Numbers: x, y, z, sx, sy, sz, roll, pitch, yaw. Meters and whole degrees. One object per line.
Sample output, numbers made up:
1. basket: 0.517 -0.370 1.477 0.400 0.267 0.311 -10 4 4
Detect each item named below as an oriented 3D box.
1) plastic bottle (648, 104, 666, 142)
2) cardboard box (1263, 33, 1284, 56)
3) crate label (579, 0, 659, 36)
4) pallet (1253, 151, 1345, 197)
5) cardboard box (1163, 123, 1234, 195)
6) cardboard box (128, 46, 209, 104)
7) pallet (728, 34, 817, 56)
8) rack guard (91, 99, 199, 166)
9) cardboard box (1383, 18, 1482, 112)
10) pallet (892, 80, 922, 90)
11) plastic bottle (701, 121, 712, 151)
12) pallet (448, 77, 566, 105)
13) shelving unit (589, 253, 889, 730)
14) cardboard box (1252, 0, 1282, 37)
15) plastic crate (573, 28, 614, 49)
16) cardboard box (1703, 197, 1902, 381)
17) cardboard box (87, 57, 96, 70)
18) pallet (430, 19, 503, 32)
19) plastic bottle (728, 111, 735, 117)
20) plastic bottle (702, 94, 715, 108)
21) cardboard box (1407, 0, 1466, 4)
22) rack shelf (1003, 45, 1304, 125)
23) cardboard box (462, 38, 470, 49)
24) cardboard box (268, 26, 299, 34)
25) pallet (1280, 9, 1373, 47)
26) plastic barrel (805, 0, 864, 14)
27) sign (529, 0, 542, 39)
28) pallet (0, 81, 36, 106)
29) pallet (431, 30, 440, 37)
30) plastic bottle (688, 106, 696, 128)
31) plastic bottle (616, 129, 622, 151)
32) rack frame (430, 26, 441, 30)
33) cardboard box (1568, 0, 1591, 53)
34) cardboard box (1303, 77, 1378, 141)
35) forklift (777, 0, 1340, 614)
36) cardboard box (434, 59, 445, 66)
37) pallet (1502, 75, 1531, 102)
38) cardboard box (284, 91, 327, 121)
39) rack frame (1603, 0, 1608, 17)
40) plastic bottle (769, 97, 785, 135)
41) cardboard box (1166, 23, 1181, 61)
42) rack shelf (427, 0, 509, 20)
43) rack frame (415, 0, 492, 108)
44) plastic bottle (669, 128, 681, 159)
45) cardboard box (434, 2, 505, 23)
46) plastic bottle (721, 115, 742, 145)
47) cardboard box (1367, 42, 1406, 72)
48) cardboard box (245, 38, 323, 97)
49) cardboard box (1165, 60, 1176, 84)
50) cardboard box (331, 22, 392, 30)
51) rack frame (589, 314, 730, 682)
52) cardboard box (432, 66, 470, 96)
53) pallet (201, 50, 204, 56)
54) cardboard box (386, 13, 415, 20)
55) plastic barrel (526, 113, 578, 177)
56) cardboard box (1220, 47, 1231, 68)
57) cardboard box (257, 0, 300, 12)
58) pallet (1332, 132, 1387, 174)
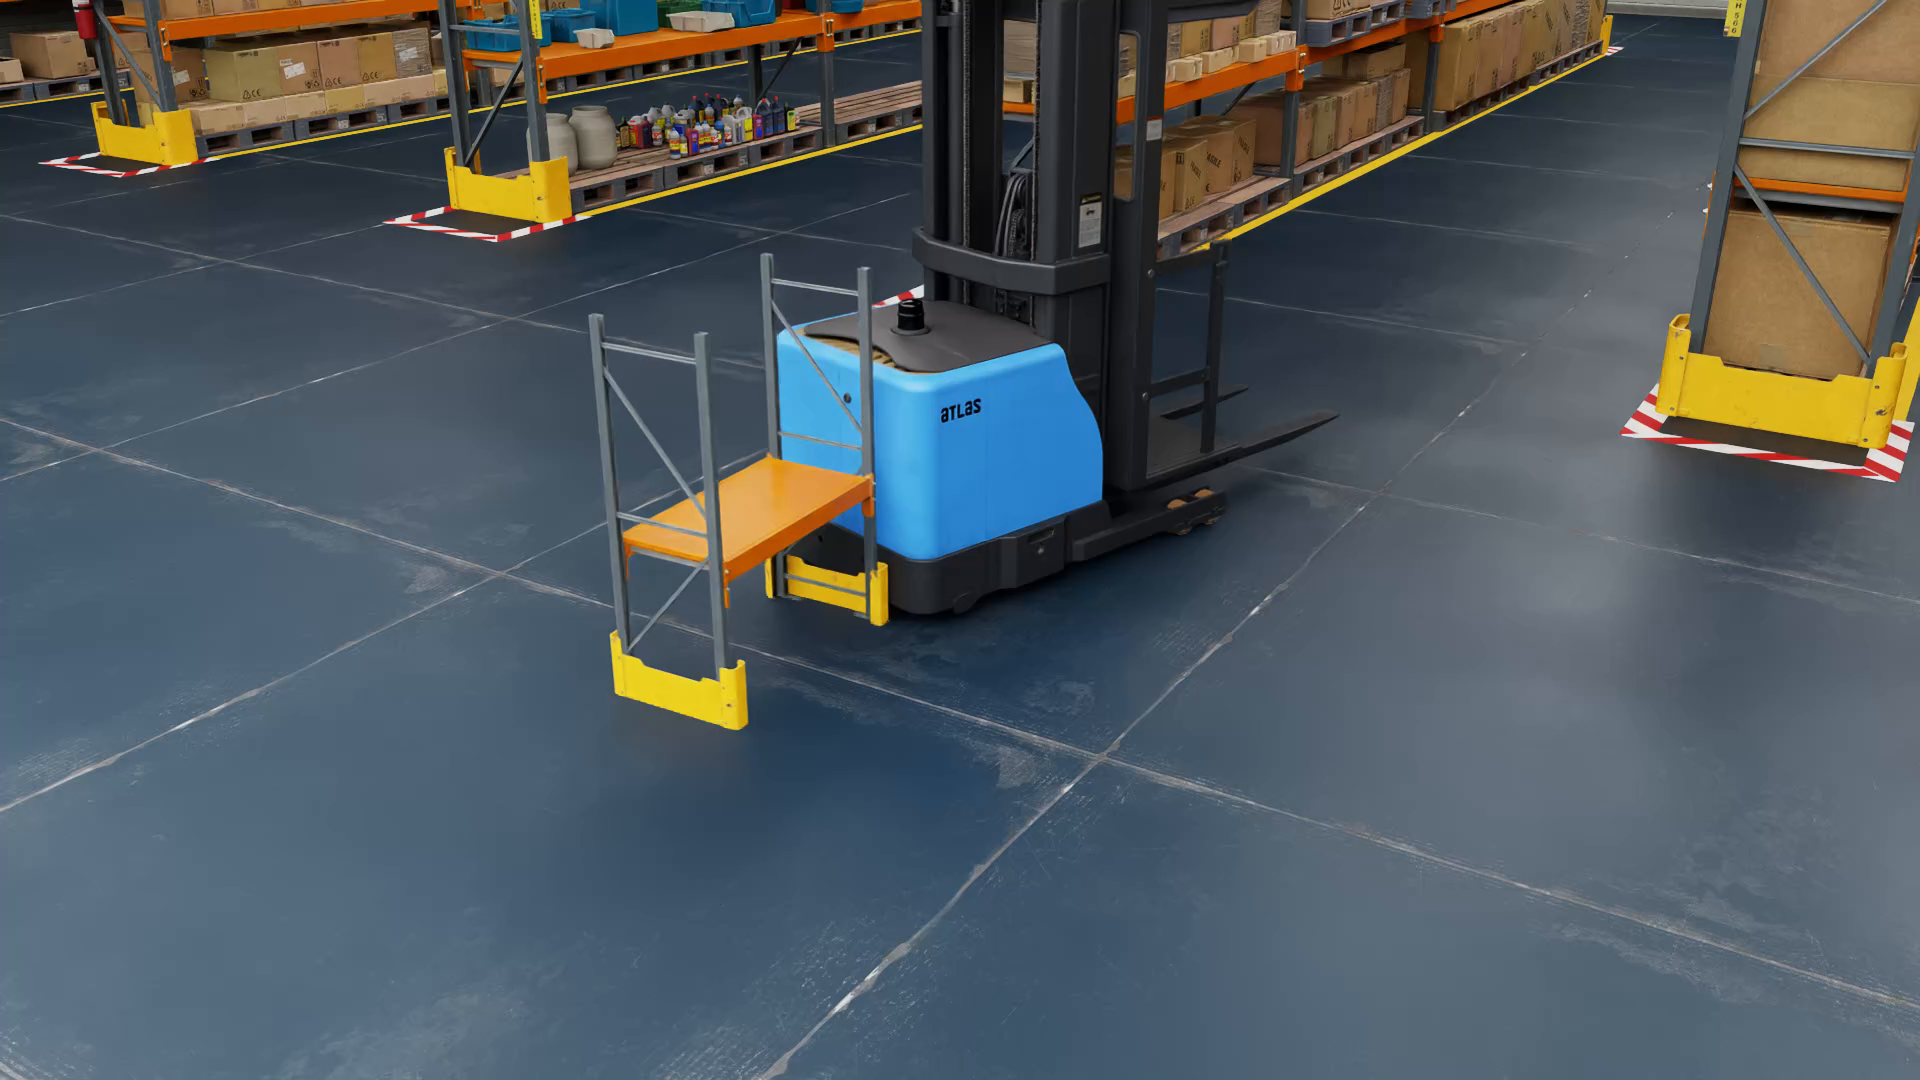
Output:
1. plastic bottle: -2.936 -4.033 16.072 0.144 0.351 0.185 15 28 31
2. cardboard box: 2.469 -4.133 13.837 0.380 0.149 0.250 14 27 29
3. crate label: -3.105 -4.847 15.125 0.502 0.435 0.616 14 27 29
4. pallet: 2.882 -3.448 15.449 1.003 0.211 1.213 14 27 29
5. cardboard box: 1.932 -3.189 13.958 0.500 0.500 0.500 -18 29 -36
6. cardboard box: -8.022 -4.710 16.843 0.500 0.500 0.500 14 27 29
7. pallet: -2.762 -7.266 24.269 1.003 0.211 1.213 14 27 29
8. rack guard: -8.064 -4.037 16.445 1.175 0.500 0.348 14 27 29
9. cardboard box: 4.964 -5.261 18.273 1.225 0.875 0.875 12 26 27
10. pallet: -0.067 -5.320 19.772 1.003 0.211 1.213 14 27 29
11. plastic bottle: -2.391 -3.798 15.629 0.097 0.271 0.097 0 23 0
12. pallet: -5.586 -5.519 20.233 1.003 0.211 1.213 14 27 29
13. shelving unit: -0.812 -0.227 6.388 0.587 1.500 1.083 13 26 27
14. cardboard box: 2.182 -4.508 13.888 0.875 0.500 0.500 14 27 29
15. plastic crate: -3.100 -4.266 14.161 0.298 0.136 0.250 14 27 29
16. cardboard box: 4.824 -1.501 9.588 0.875 0.875 0.875 14 27 29
17. cardboard box: -11.013 -5.937 20.723 0.380 0.149 0.250 12 26 25
18. pallet: -7.562 -7.899 25.732 1.003 0.211 1.213 14 27 29
19. plastic bottle: -2.203 -4.019 16.124 0.061 0.283 0.133 14 27 29
20. plastic bottle: -2.514 -4.303 16.695 0.144 0.351 0.185 15 27 30
21. cardboard box: 5.070 -5.968 17.633 0.500 0.500 0.500 15 27 30
22. rack shelf: 1.417 -3.459 12.871 1.077 0.370 4.000 14 27 29
23. cardboard box: -5.512 -5.817 19.639 0.500 0.311 0.500 14 27 29
24. cardboard box: -9.548 -7.070 22.899 0.700 0.500 0.500 13 27 28
25. pallet: 2.999 -4.604 14.851 1.003 0.211 1.213 14 27 29
26. plastic barrel: -1.274 -5.800 16.740 0.600 0.901 0.708 14 27 29
27. sign: -3.381 -4.163 13.242 0.100 0.325 0.005 14 27 29
28. pallet: -11.764 -5.241 19.592 1.003 0.211 1.213 14 27 29
29. pallet: -8.456 -7.386 24.545 1.003 0.211 1.213 14 27 29
30. plastic bottle: -2.659 -4.146 16.431 0.097 0.271 0.097 0 23 0
31. plastic bottle: -3.249 -3.782 15.679 0.097 0.201 0.097 0 23 0
32. rack frame: -8.042 -8.929 24.599 1.000 3.000 0.127 14 27 29
33. cardboard box: 8.052 -7.193 22.735 0.875 0.875 0.875 14 27 29
34. cardboard box: 3.671 -4.256 16.399 0.700 0.500 0.500 16 28 33
35. forklift: 0.635 -1.507 7.542 3.031 2.935 1.130 -19 30 -37
36. cardboard box: -5.969 -5.673 20.012 0.500 0.250 0.500 14 27 28
37. pallet: 6.349 -5.609 20.440 1.003 0.211 1.213 14 27 29
38. cardboard box: -7.055 -4.595 17.522 0.500 0.250 0.500 14 27 29
39. rack frame: 8.802 -8.515 23.643 1.000 3.000 0.127 14 27 29
40. plastic bottle: -1.830 -4.211 16.482 0.144 0.351 0.185 13 27 28
41. cardboard box: 1.138 -3.830 12.322 0.875 0.500 0.500 14 27 29
42. rack shelf: -4.887 -6.887 20.788 1.077 0.370 4.000 14 27 29
43. rack frame: -5.942 -6.542 19.086 1.000 3.000 0.127 14 27 29
44. plastic bottle: -2.624 -3.649 15.284 0.097 0.271 0.097 0 23 0
45. cardboard box: -7.543 -8.356 25.453 0.750 0.750 0.750 13 27 28
46. plastic bottle: -2.191 -3.949 15.971 0.152 0.276 0.135 14 27 30
47. cardboard box: 4.254 -4.981 17.129 0.500 0.250 0.500 15 28 31
48. cardboard box: -7.065 -4.942 17.378 0.500 0.500 0.500 14 27 29
49. cardboard box: 1.369 -3.469 12.303 0.380 0.149 0.250 14 27 29
50. cardboard box: -6.710 -5.556 18.796 0.500 0.500 0.500 14 27 29
51. rack frame: -1.066 -0.048 5.974 0.500 1.500 0.032 13 26 27
52. cardboard box: -6.001 -5.270 19.081 0.500 0.250 0.500 14 27 29
53. pallet: -9.743 -6.562 22.643 1.003 0.211 1.213 14 27 29
54. cardboard box: -8.378 -7.730 24.422 0.700 0.500 0.500 14 27 30
55. plastic barrel: -3.563 -3.442 14.527 0.421 0.512 0.421 0 23 0
56. cardboard box: 1.907 -3.804 13.077 0.380 0.149 0.250 14 27 29
57. cardboard box: -7.255 -5.737 17.101 0.700 0.500 0.500 14 27 29
58. pallet: 3.524 -3.861 16.404 1.003 0.211 1.213 14 27 29
